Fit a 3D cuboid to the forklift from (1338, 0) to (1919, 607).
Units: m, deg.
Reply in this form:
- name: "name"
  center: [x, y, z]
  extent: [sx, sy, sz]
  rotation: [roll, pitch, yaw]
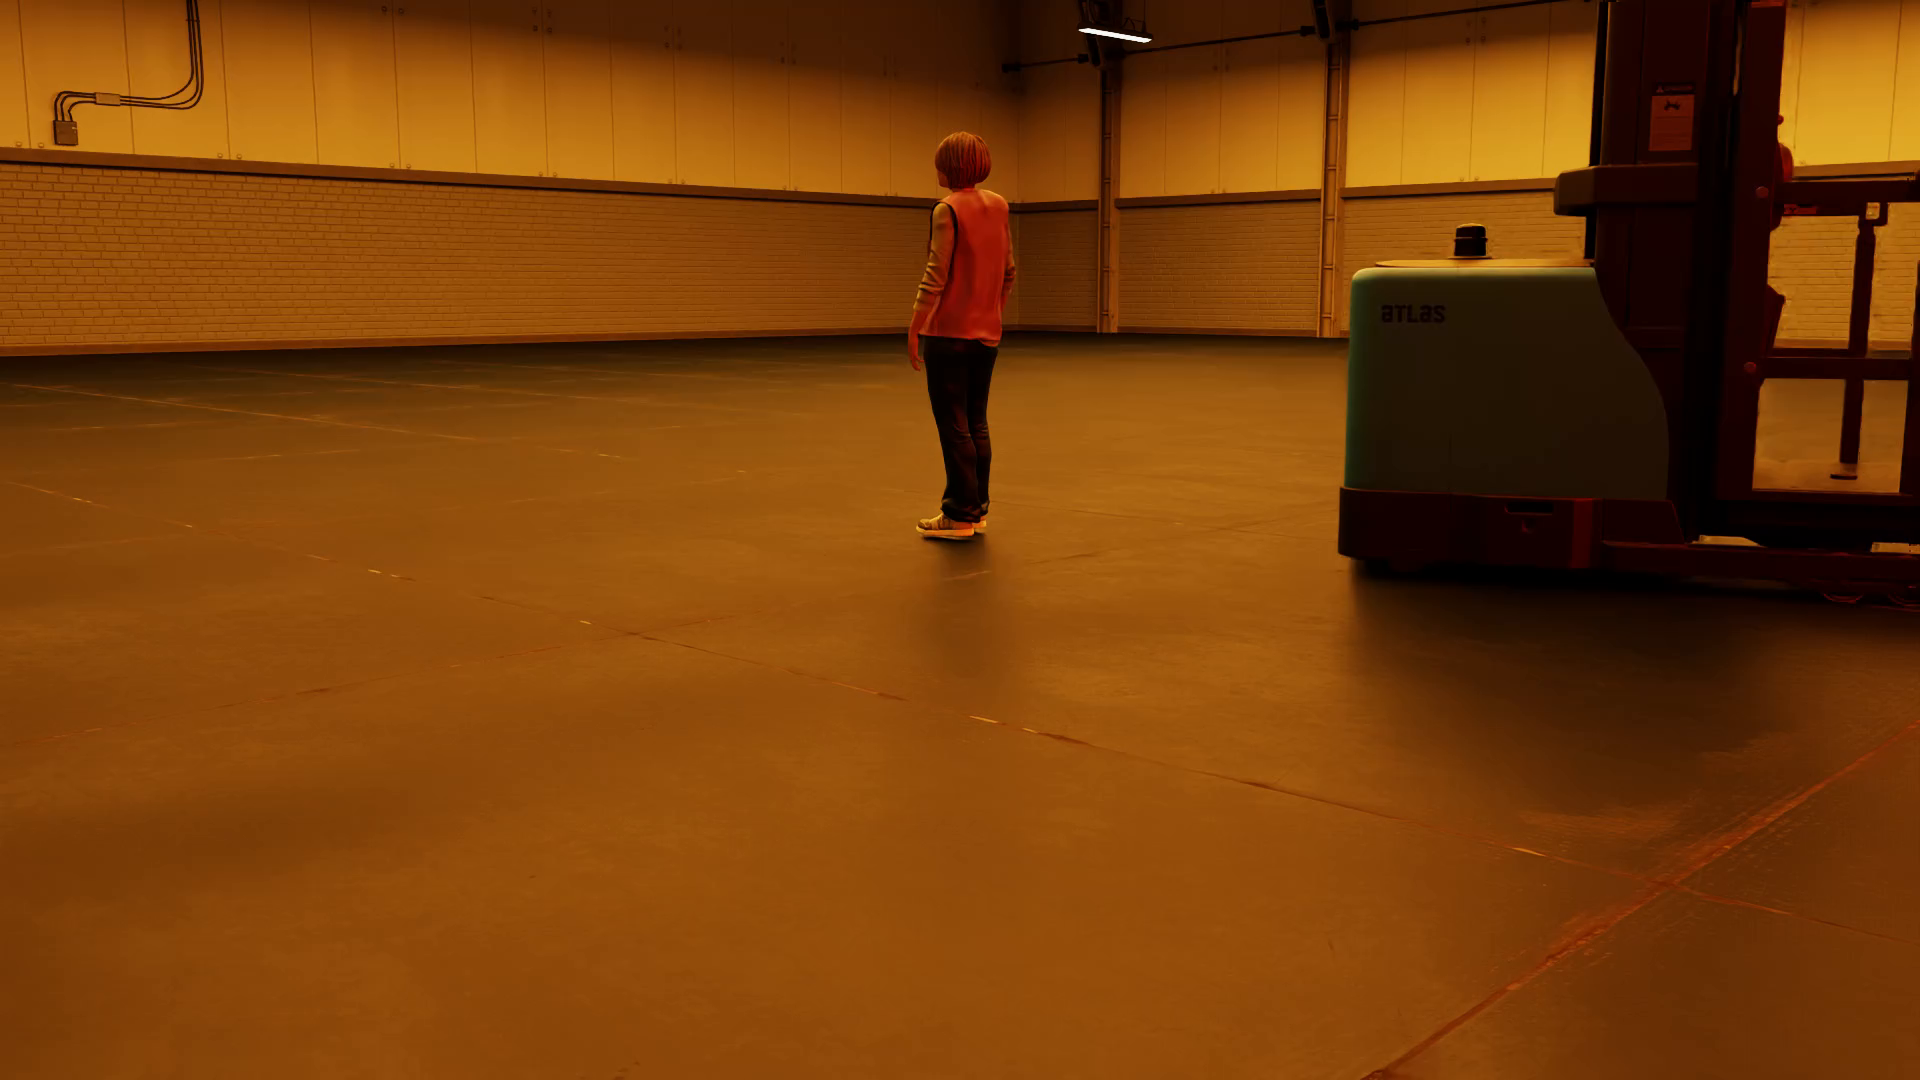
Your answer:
- name: "forklift"
  center: [2.920, -1.324, 5.669]
  extent: [3.031, 2.935, 1.130]
  rotation: [3, 9, 17]

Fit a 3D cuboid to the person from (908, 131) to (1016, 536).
- name: "person"
  center: [-0.043, -0.806, 6.658]
  extent: [0.475, 1.596, 0.520]
  rotation: [8, 12, 43]
